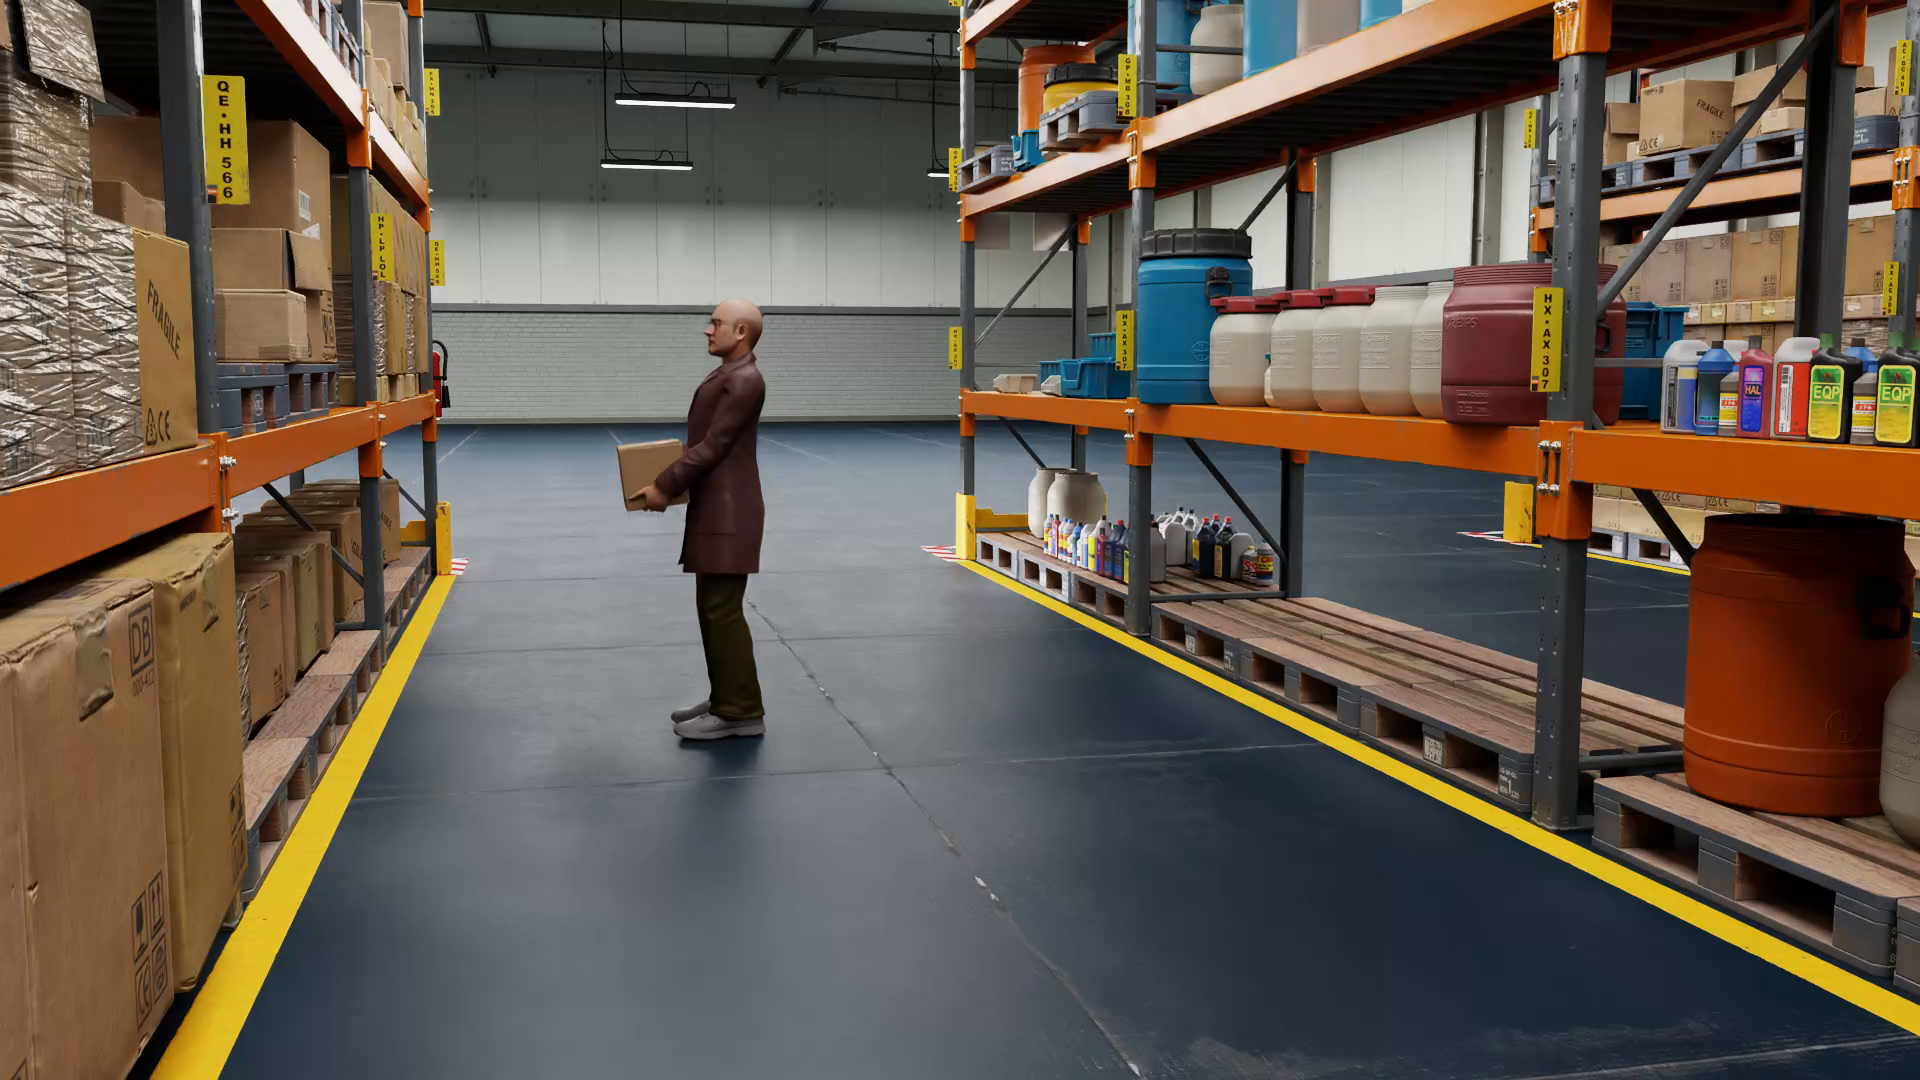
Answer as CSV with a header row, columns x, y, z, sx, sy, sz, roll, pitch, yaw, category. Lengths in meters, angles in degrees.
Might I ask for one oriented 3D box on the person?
x,y,z,sx,sy,sz,roll,pitch,yaw,category
-1.064,-0.089,6.764,0.560,1.772,0.529,-1,6,-13,person
